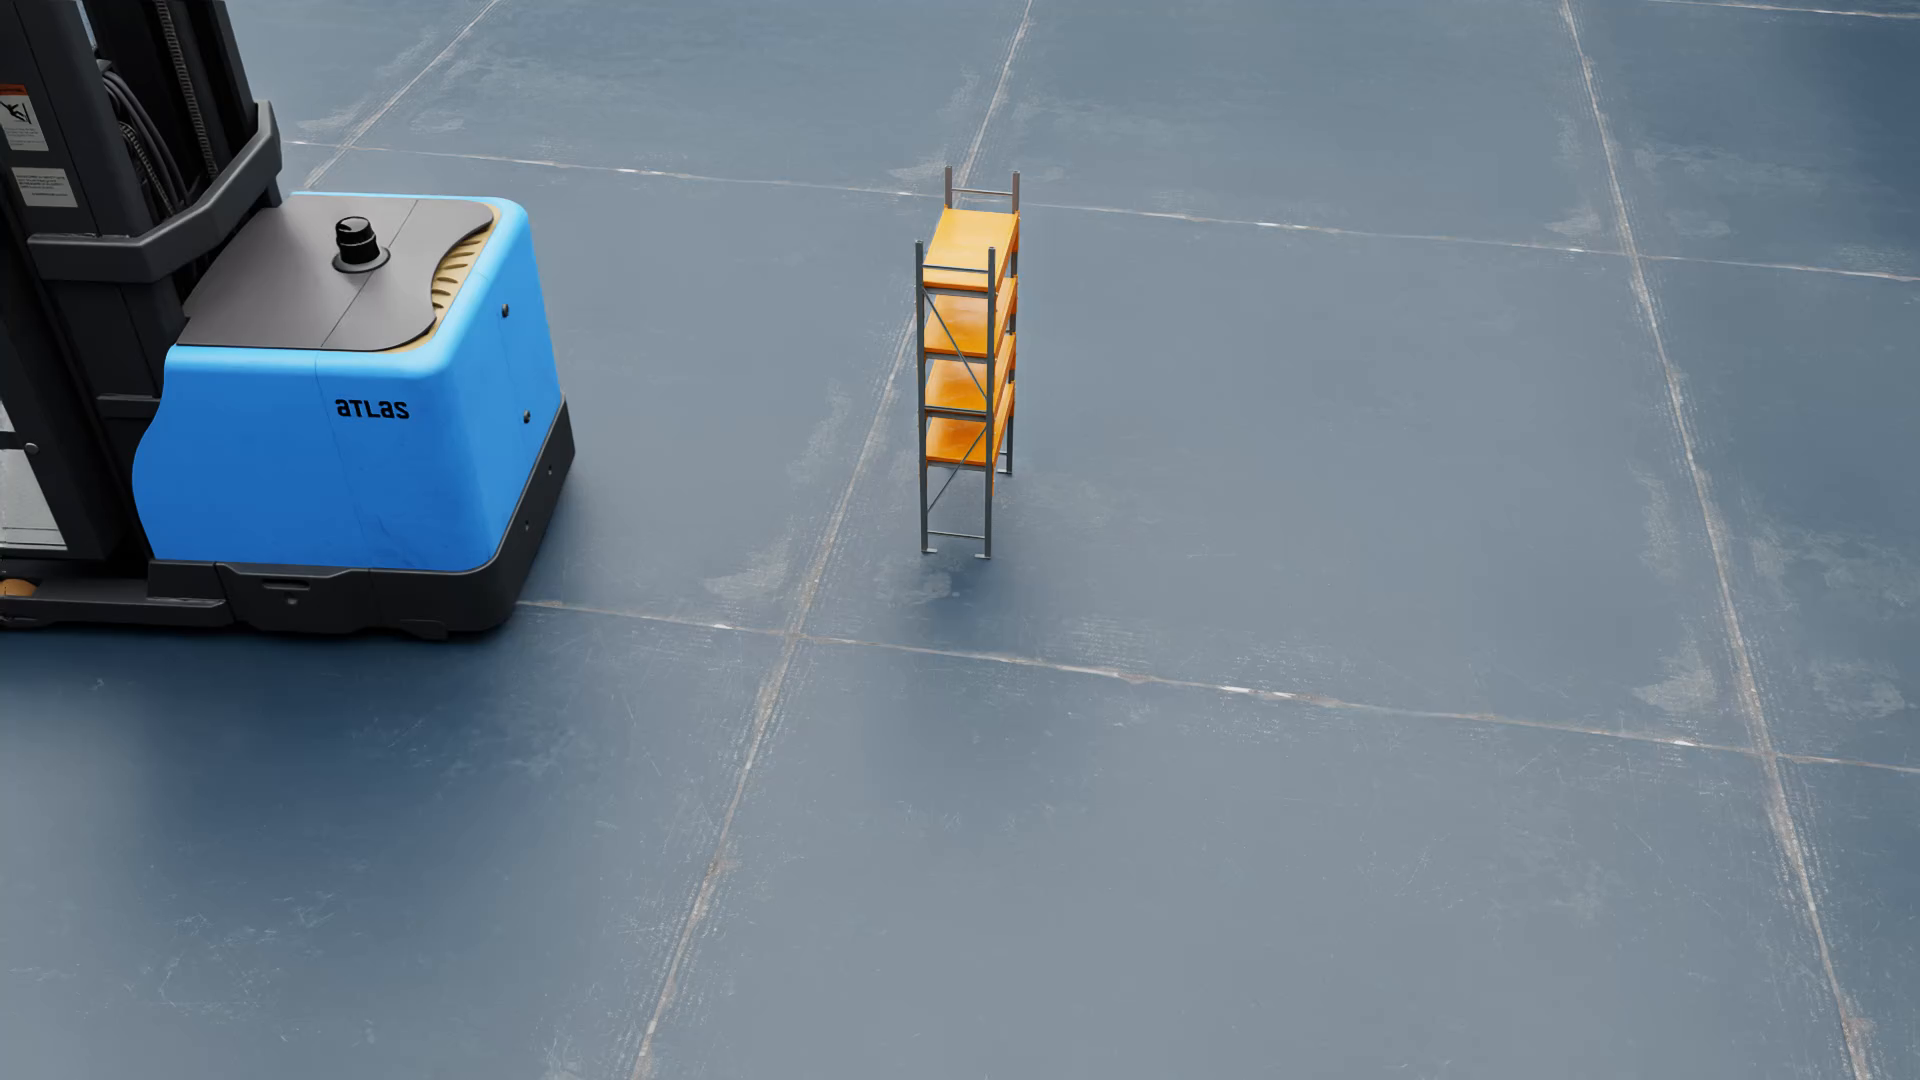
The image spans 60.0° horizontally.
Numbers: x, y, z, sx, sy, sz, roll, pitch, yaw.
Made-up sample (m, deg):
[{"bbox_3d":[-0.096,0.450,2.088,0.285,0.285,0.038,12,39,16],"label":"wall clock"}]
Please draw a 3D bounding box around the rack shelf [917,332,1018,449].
[{"bbox_3d":[0.029,-0.514,5.536,0.258,0.148,0.480,6,40,8],"label":"rack shelf"}]

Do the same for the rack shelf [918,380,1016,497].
[{"bbox_3d":[0.029,-0.361,5.663,0.258,0.148,0.480,6,40,8],"label":"rack shelf"}]

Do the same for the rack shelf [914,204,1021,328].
[{"bbox_3d":[0.029,-0.869,5.243,0.258,0.148,0.480,6,40,8],"label":"rack shelf"}]

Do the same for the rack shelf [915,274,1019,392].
[{"bbox_3d":[0.029,-0.687,5.394,0.258,0.148,0.480,6,40,8],"label":"rack shelf"}]

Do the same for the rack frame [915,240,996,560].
[{"bbox_3d":[-0.014,-0.413,5.308,0.240,1.200,0.015,6,40,8],"label":"rack frame"}]

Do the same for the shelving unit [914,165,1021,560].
[{"bbox_3d":[0.029,-0.566,5.493,0.258,1.200,0.503,6,40,8],"label":"shelving unit"}]

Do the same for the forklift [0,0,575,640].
[{"bbox_3d":[-2.930,-1.174,4.869,3.031,2.935,1.130,2,40,3],"label":"forklift"}]

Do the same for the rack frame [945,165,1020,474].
[{"bbox_3d":[0.071,-0.719,5.679,0.240,1.200,0.015,6,40,8],"label":"rack frame"}]
